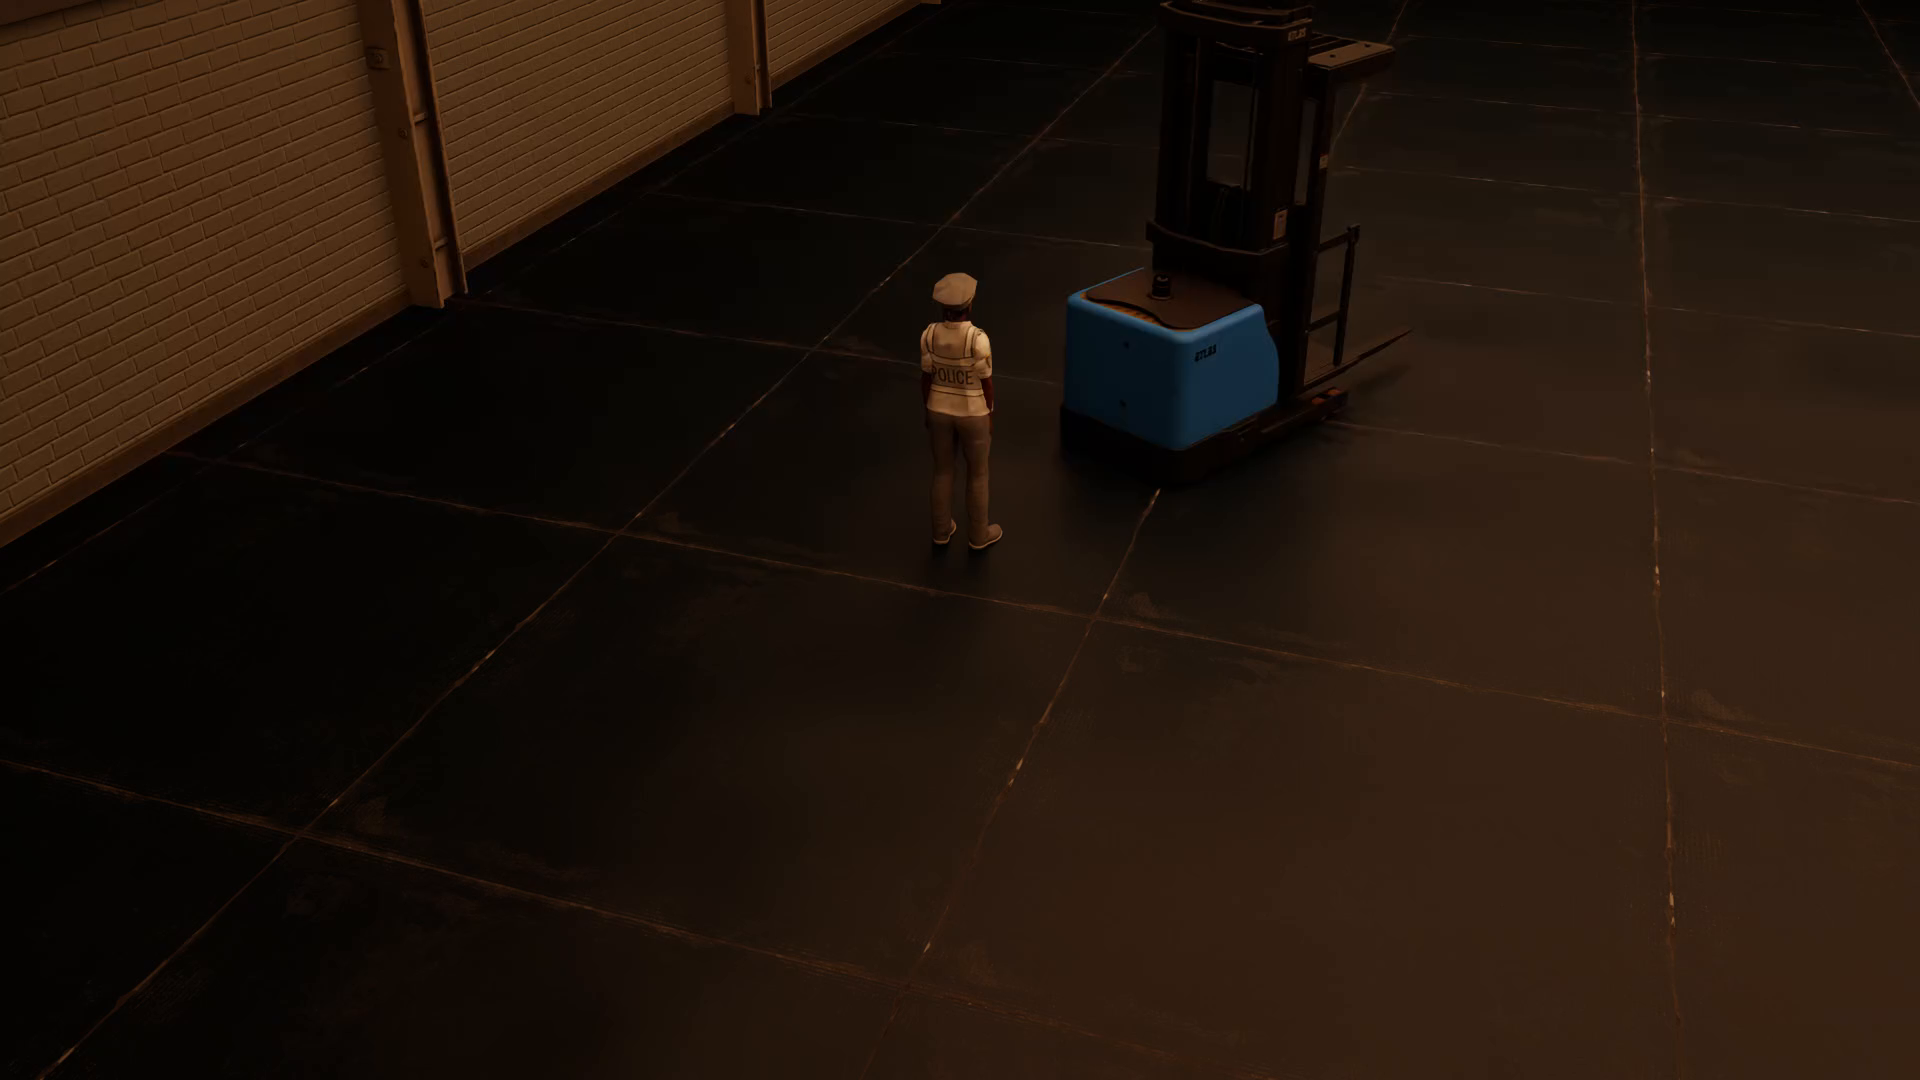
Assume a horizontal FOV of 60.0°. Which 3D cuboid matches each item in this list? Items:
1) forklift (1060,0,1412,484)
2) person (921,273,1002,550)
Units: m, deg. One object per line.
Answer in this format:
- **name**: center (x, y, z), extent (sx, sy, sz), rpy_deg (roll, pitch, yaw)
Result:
- **forklift**: center (2.072, -2.256, 11.095), extent (3.031, 2.935, 1.130), rpy_deg (-26, 39, -38)
- **person**: center (0.007, -0.737, 9.685), extent (0.451, 1.694, 0.348), rpy_deg (10, 31, 16)
